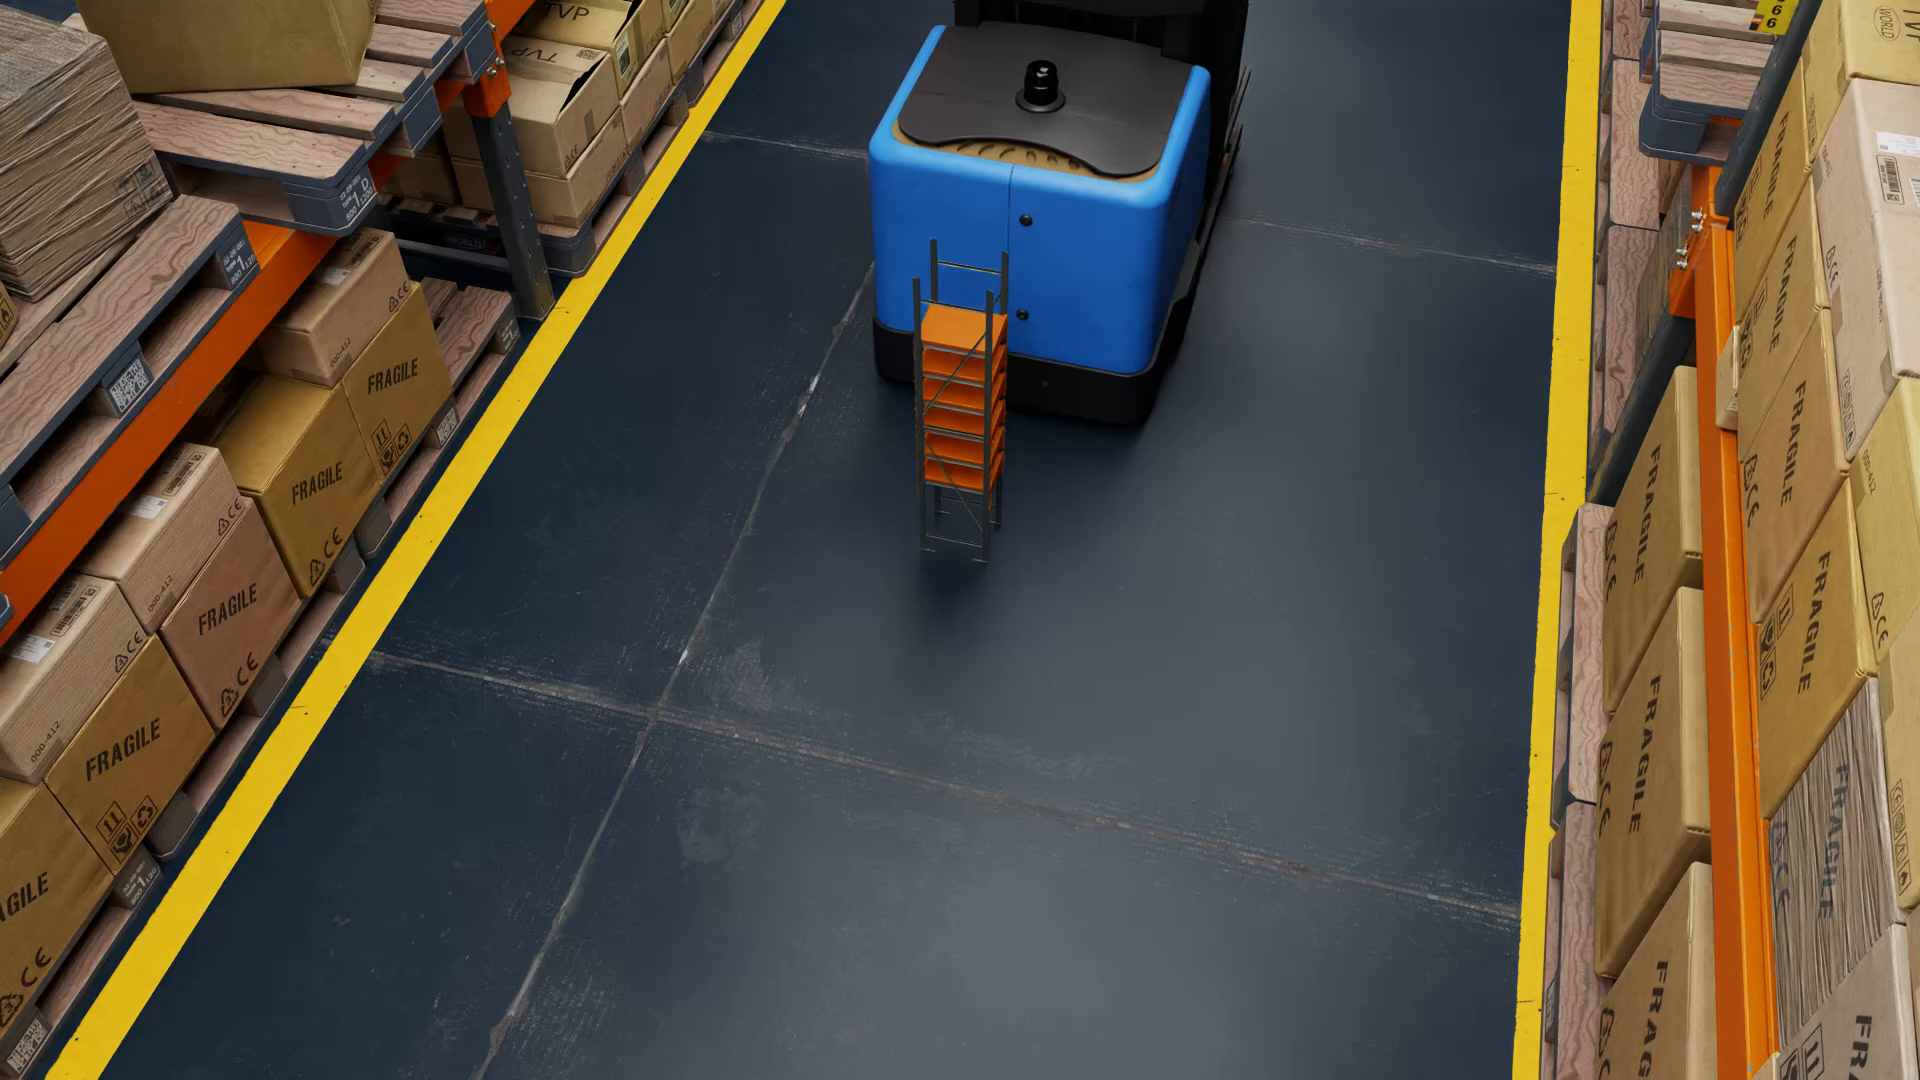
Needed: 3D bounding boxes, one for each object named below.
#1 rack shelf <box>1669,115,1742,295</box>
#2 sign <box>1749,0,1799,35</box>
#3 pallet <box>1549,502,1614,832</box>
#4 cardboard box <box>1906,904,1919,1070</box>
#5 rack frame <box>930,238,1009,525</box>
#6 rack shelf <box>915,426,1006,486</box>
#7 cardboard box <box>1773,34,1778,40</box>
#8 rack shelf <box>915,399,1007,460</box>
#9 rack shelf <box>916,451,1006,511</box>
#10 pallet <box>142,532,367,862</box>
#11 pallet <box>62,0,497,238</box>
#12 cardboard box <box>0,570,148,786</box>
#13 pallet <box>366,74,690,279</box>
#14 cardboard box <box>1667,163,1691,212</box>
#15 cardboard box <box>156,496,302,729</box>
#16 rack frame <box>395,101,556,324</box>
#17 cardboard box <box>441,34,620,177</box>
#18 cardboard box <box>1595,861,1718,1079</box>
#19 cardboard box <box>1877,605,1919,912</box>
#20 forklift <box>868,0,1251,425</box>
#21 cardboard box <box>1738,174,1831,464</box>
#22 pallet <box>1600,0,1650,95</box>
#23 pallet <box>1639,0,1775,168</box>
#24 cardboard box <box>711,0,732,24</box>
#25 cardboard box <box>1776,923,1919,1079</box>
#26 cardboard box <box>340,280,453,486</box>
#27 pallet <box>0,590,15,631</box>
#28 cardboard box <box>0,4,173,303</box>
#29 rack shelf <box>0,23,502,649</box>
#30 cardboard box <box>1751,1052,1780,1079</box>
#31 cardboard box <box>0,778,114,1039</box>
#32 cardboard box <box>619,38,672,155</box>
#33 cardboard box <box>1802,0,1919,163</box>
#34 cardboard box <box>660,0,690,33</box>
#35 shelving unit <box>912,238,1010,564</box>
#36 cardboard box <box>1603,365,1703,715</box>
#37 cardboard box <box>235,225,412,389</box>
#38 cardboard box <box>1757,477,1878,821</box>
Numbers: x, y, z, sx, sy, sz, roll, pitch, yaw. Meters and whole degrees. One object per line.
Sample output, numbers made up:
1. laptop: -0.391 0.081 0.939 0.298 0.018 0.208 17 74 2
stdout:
1. rack shelf: 3.212 -2.216 6.185 1.077 0.370 4.000 12 50 10
2. sign: 2.159 -1.464 4.322 0.100 0.325 0.005 12 50 10
3. pallet: 2.405 0.471 5.194 1.003 0.211 1.213 12 50 10
4. cardboard box: 1.652 0.744 2.314 0.500 0.250 0.500 13 50 11
5. rack frame: 0.028 -0.474 5.368 0.240 1.200 0.006 12 50 10
6. rack shelf: 0.004 -0.299 5.433 0.258 0.103 0.180 12 50 10
7. cardboard box: 2.799 -1.528 4.738 0.700 0.500 0.500 6 49 6
8. rack shelf: 0.004 -0.378 5.343 0.258 0.103 0.180 12 50 10
9. rack shelf: 0.004 -0.219 5.523 0.258 0.103 0.180 12 50 10
10. pallet: -2.651 0.353 5.298 1.003 0.211 1.213 12 50 10
11. pallet: -2.206 -1.414 5.126 1.213 0.211 1.003 12 50 10
12. cardboard box: -2.522 0.320 4.341 0.500 0.250 0.500 12 50 10
13. pallet: -1.841 -1.647 7.063 1.003 0.211 1.213 12 50 10
14. cardboard box: 3.072 -1.206 6.188 0.700 0.500 0.500 11 50 10
15. cardboard box: -2.383 0.178 4.966 0.500 0.500 0.500 10 49 9
16. rack frame: -2.095 -1.982 5.499 1.000 3.000 0.127 12 50 10
17. cardboard box: -1.674 -1.717 6.445 0.500 0.311 0.500 13 50 11
18. cardboard box: 1.909 1.319 3.739 0.750 0.750 0.750 13 50 11
19. cardboard box: 1.787 0.375 2.640 0.500 0.250 0.500 12 50 11
20. forklift: 0.583 -2.519 6.019 1.130 2.935 3.031 12 50 11
21. cardboard box: 2.164 -0.467 3.883 0.500 0.500 0.500 13 50 11
22. pallet: 3.534 -2.414 7.740 1.003 0.211 1.213 12 50 10
23. pallet: 2.770 -1.480 5.184 1.213 0.211 1.003 12 50 10
24. cardboard box: -1.276 -2.644 7.636 0.500 0.250 0.500 12 50 11
25. cardboard box: 1.635 0.993 2.594 0.500 0.500 0.500 12 50 10
26. cardboard box: -2.115 -0.578 5.633 0.500 0.500 0.500 13 50 12
27. pallet: -2.832 0.418 3.508 1.003 0.211 1.213 12 50 10
28. cardboard box: -2.577 -1.052 4.331 0.700 0.500 0.500 20 52 17
29. rack shelf: -2.621 -0.297 4.492 1.077 0.370 4.000 12 50 10
30. cardboard box: 1.616 1.094 2.938 0.380 0.149 0.250 12 50 10
31. cardboard box: -2.656 0.903 4.326 0.500 0.500 0.500 12 50 11
32. cardboard box: -1.542 -1.896 6.976 0.500 0.250 0.500 10 49 9
33. cardboard box: 2.309 -1.095 3.937 0.500 0.250 0.500 13 50 11
34. cardboard box: -1.407 -2.468 7.107 0.500 0.311 0.500 10 49 9
35. shelving unit: 0.004 -0.408 5.309 0.258 1.200 0.189 12 50 10
36. cardboard box: 2.365 0.071 4.840 0.750 0.750 0.750 11 49 10
37. cardboard box: -2.125 -0.784 5.315 0.500 0.250 0.500 13 50 11
38. cardboard box: 1.902 0.269 3.233 0.500 0.500 0.500 13 50 11
